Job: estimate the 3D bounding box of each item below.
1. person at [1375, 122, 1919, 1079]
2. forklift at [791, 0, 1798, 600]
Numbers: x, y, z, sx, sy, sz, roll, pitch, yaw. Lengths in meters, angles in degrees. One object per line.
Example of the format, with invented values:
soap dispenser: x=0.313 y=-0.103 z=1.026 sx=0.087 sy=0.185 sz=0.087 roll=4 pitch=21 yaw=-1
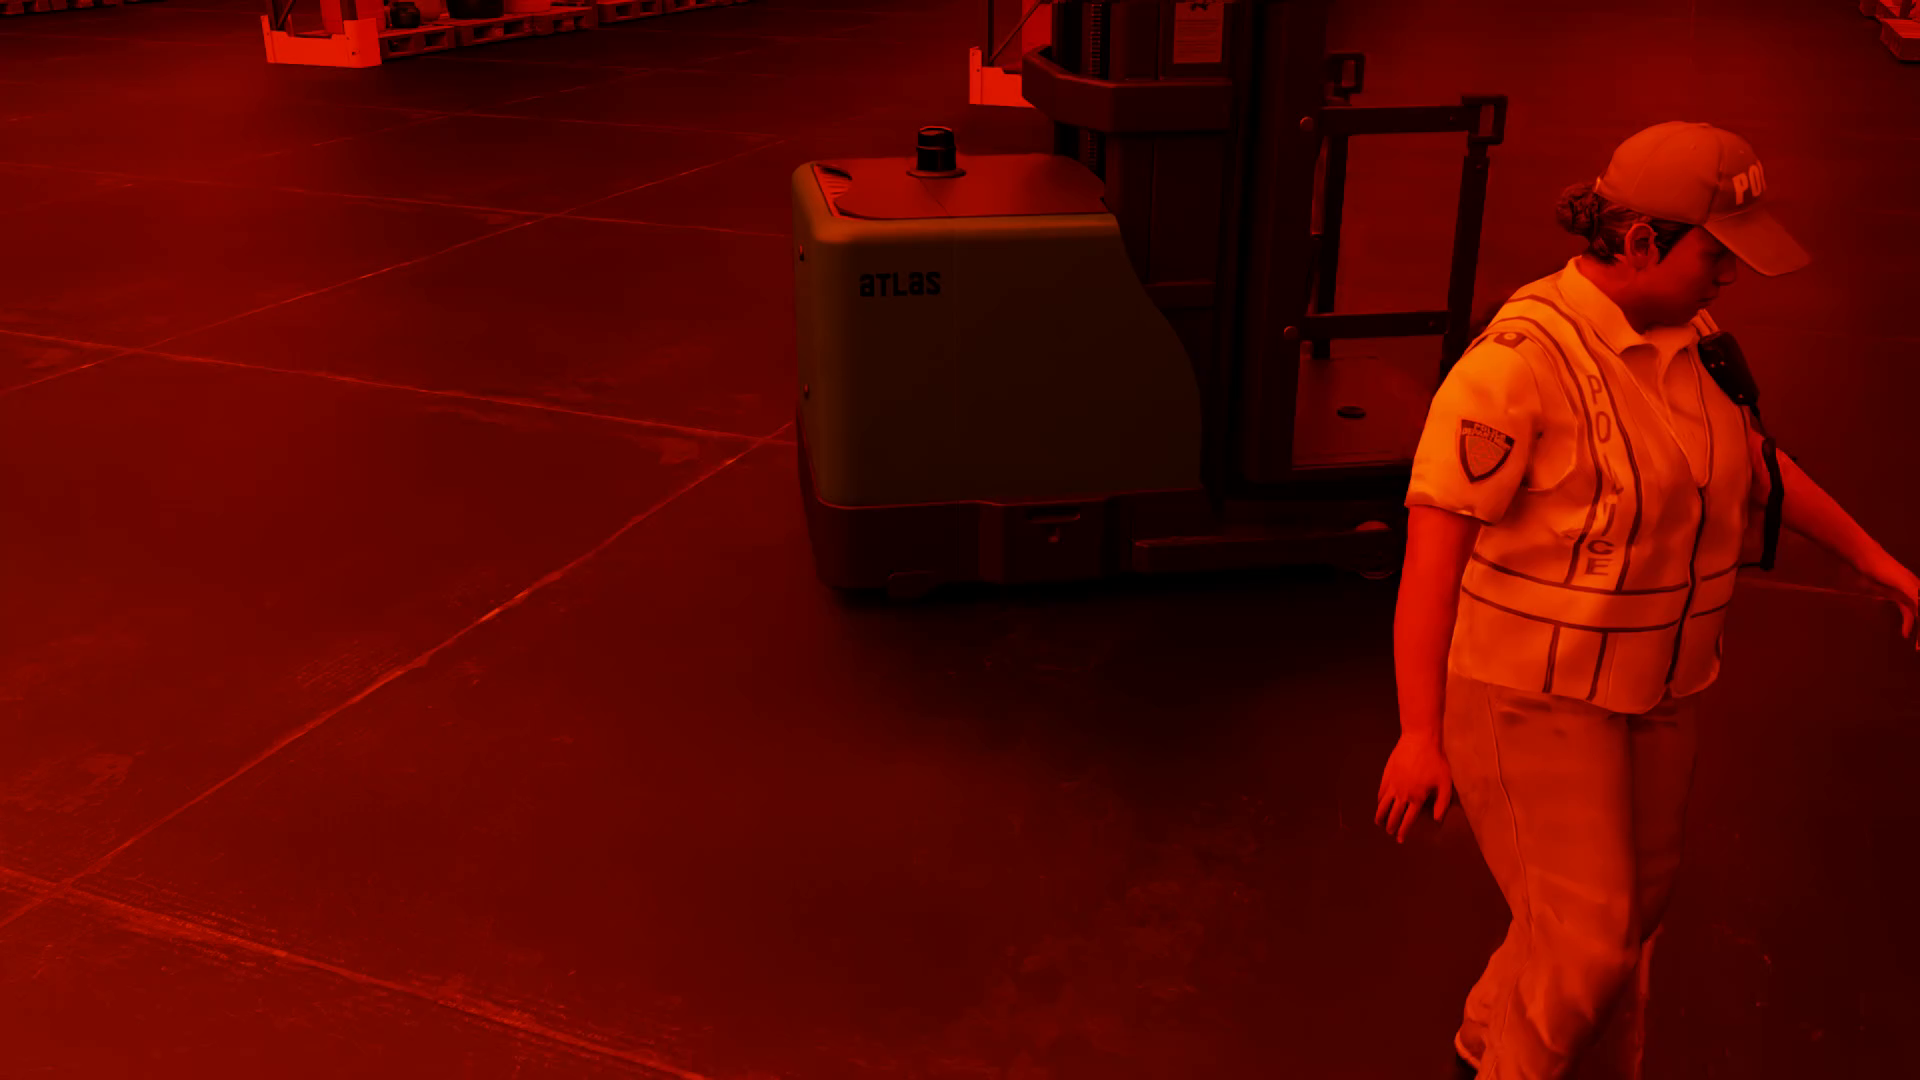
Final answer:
person: x=0.940 y=0.255 z=2.438 sx=0.880 sy=1.693 sz=0.517 roll=-13 pitch=26 yaw=-27
forklift: x=1.036 y=-1.436 z=4.728 sx=3.031 sy=2.935 sz=1.130 roll=-3 pitch=23 yaw=-8
